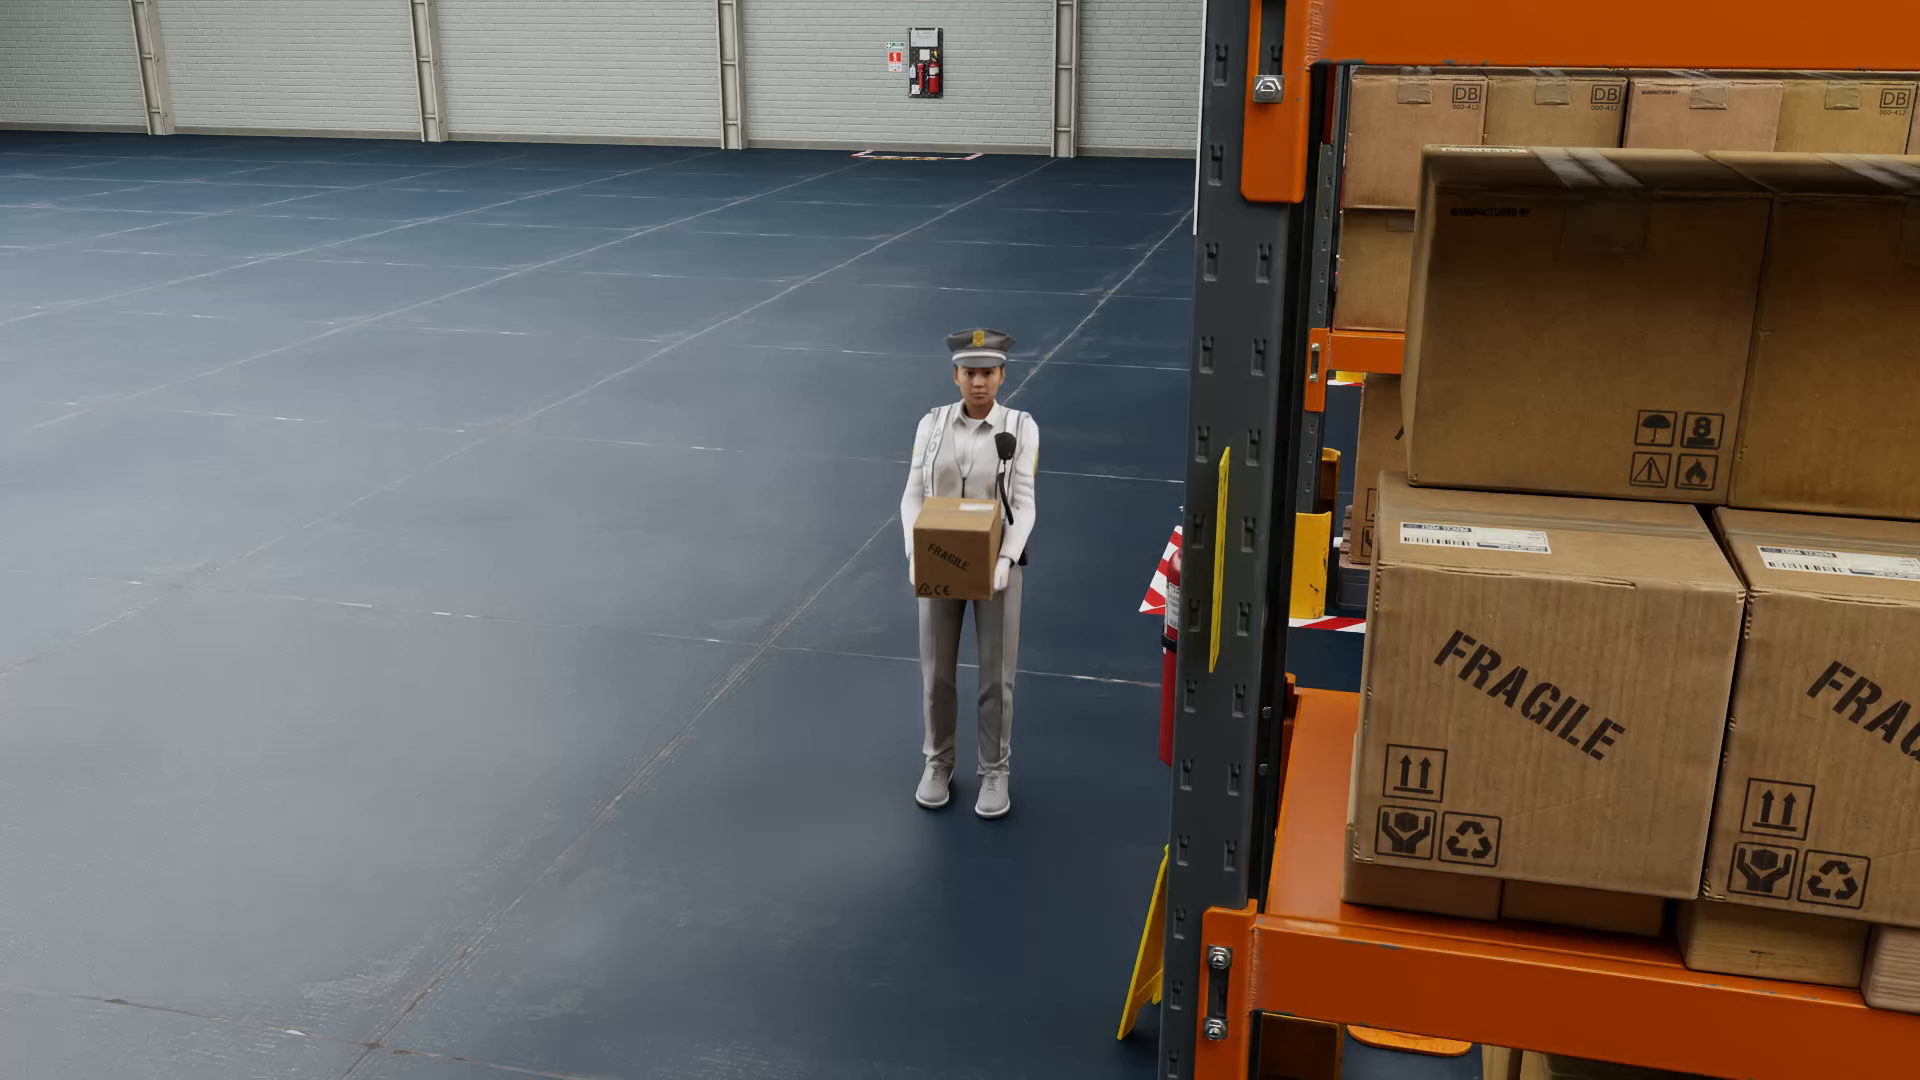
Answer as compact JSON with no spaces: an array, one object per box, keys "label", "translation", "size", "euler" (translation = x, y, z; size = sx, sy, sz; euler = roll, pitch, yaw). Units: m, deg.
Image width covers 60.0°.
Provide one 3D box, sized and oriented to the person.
[{"label":"person","translation":[0.027,0.121,5.660],"size":[0.459,1.686,0.553],"euler":[3,19,9]}]
